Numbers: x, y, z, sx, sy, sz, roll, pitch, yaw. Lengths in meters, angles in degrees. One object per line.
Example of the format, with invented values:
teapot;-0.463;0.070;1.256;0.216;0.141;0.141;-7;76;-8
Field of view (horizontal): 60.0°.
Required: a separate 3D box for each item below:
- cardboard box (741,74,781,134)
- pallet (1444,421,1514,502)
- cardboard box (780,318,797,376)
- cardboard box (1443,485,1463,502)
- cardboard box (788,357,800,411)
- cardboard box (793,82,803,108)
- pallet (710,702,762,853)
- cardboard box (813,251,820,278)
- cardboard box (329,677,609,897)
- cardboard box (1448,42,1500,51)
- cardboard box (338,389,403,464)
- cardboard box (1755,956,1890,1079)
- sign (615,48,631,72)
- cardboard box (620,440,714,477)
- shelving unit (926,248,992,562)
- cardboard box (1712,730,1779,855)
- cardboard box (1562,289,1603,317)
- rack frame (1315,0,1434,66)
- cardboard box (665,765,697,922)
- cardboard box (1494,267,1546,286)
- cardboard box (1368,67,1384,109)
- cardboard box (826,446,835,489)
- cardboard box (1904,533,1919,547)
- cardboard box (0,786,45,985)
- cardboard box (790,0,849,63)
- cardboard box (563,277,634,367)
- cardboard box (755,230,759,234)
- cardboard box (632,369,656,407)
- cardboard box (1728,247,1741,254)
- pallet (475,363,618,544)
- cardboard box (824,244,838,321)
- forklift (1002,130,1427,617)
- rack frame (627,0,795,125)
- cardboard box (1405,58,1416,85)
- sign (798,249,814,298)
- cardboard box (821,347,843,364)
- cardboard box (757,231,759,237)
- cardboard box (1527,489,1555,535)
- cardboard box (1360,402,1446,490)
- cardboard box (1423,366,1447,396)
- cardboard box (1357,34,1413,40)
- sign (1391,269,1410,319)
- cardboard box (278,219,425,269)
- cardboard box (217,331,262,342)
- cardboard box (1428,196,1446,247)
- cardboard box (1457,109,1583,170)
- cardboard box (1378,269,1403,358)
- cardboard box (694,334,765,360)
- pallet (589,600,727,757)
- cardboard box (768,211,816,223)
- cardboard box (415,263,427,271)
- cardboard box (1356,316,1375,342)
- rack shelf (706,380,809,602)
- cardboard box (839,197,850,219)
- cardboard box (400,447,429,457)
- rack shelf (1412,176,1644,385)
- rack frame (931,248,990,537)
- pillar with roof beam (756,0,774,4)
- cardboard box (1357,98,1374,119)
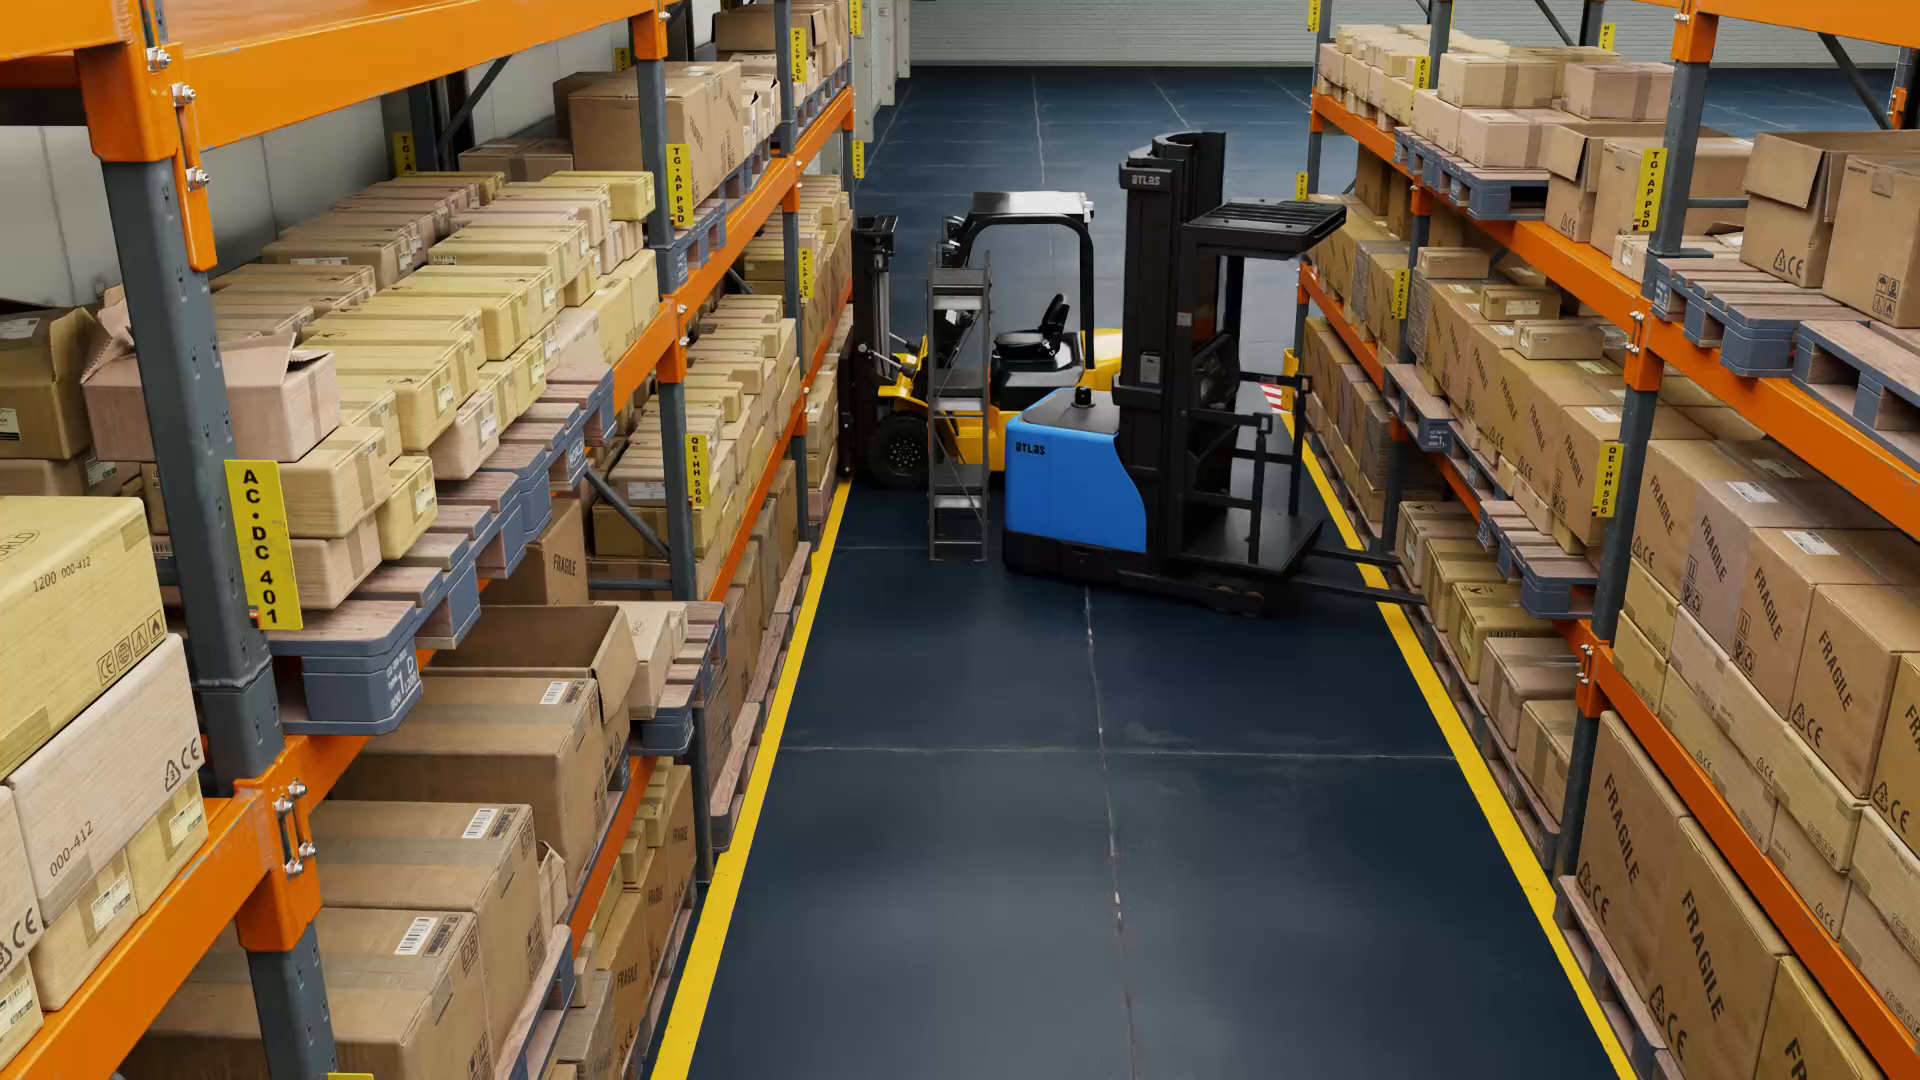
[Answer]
cardboard box;-1.333;-2.580;9.788;0.500;0.311;0.500;0;21;0
pallet;3.305;-0.372;9.106;1.003;0.211;1.213;1;21;2
cardboard box;-1.314;-1.227;10.562;0.500;0.250;0.500;0;21;0
cardboard box;3.695;-0.316;11.916;0.500;0.250;0.500;0;21;-1
cardboard box;-1.308;-0.990;10.640;0.500;0.250;0.500;1;21;3
cardboard box;-1.237;-2.927;10.908;0.380;0.149;0.250;1;21;3
pallet;-1.612;1.204;8.633;1.003;0.211;1.213;1;21;2
cardboard box;-1.213;-1.983;11.957;0.380;0.149;0.250;1;21;3
cardboard box;-1.520;0.762;5.200;0.700;0.500;0.500;1;21;1
cardboard box;3.708;-3.518;12.047;0.380;0.149;0.250;1;21;3
cardboard box;-1.413;-0.215;3.507;0.380;0.149;0.250;1;21;3
cardboard box;3.123;1.944;5.228;0.875;0.875;0.875;1;21;3
sign;-2.109;-2.927;10.454;0.100;0.325;0.005;1;21;2
cardboard box;-1.365;-0.356;7.765;0.380;0.149;0.250;1;21;3
shelving unit;-0.005;-0.919;11.495;0.431;2.100;0.503;1;21;2
cardboard box;3.000;0.874;5.836;0.500;0.250;0.500;1;21;3
cardboard box;3.626;-1.357;9.352;0.380;0.149;0.250;0;21;-1
rack frame;3.529;-5.435;13.595;1.000;3.000;0.127;1;21;2
cardboard box;-1.474;1.326;7.339;0.500;0.500;0.500;1;21;3
cardboard box;3.623;-1.403;10.368;0.500;0.500;0.500;0;21;1
cardboard box;3.196;-3.188;11.748;0.500;0.250;0.500;0;21;1
cardboard box;-1.208;-0.514;12.427;0.500;0.250;0.500;0;21;0
cardboard box;3.502;0.297;5.596;0.500;0.500;0.500;1;21;2
cardboard box;-1.567;0.546;2.125;0.500;0.250;0.500;0;21;0
cardboard box;-1.202;-4.216;13.743;0.500;0.500;0.500;1;21;3
cardboard box;-1.463;-0.757;5.894;0.500;0.250;0.500;1;21;2
cardboard box;-1.736;-2.405;12.634;0.380;0.149;0.250;1;21;3
cardboard box;-1.841;-0.823;8.967;0.380;0.149;0.250;1;21;3
cardboard box;3.465;-1.138;7.017;0.380;0.149;0.250;1;21;2
pallet;-1.679;-0.273;4.699;1.213;0.211;1.003;1;21;2
cardboard box;-1.230;-2.002;12.904;0.500;0.500;0.500;1;21;2
forklift;1.847;-1.086;10.777;3.031;2.935;1.130;10;23;24
rack frame;-1.554;-4.042;10.005;1.000;3.000;0.127;1;21;2
cardboard box;3.130;-3.056;10.857;0.380;0.149;0.250;0;21;0
sign;-1.011;-1.745;10.889;0.100;0.325;0.005;1;21;2
cardboard box;-1.173;-1.351;13.202;0.500;0.250;0.500;0;21;1
cardboard box;-1.771;-2.366;12.946;0.380;0.149;0.250;1;21;1
cardboard box;2.959;-0.134;7.995;0.380;0.149;0.250;0;21;1
cardboard box;3.157;-0.672;11.798;0.500;0.500;0.500;0;21;1
cardboard box;3.058;-0.984;10.184;0.380;0.149;0.250;1;21;3
cardboard box;3.259;-3.803;12.782;0.380;0.149;0.250;1;21;1
sign;2.865;-1.598;10.804;0.100;0.325;0.005;1;21;2
cardboard box;-1.985;-0.953;5.436;0.380;0.149;0.250;1;21;1
cardboard box;-1.903;-0.402;3.990;0.380;0.149;0.250;1;21;3
cardboard box;3.675;-2.184;11.579;0.700;0.500;0.500;1;21;2
cardboard box;2.981;-2.143;8.886;0.500;0.250;0.500;0;21;1
cardboard box;3.172;-1.540;11.302;0.500;0.500;0.500;0;21;0
cardboard box;-1.338;-1.096;9.671;0.380;0.149;0.250;0;21;0
pallet;-1.626;0.537;6.764;1.213;0.211;1.003;1;21;2
cardboard box;-1.298;-2.401;12.625;0.380;0.149;0.250;1;21;2
cardboard box;-2.022;-0.909;5.734;0.380;0.149;0.250;0;21;1
cardboard box;3.140;-1.561;12.253;0.380;0.149;0.250;0;21;1
rack shelf;-1.615;-0.186;9.357;1.077;0.370;4.000;1;21;2
cardboard box;-1.141;-2.819;14.112;0.380;0.149;0.250;1;21;2
cardboard box;-1.438;-0.165;3.790;0.380;0.149;0.250;1;21;2
rack shelf;3.347;-1.531;8.677;1.077;0.370;4.000;1;21;2
rack frame;0.002;-1.007;11.722;0.400;2.100;0.015;1;21;2
pillar with roof beam;2.131;-7.368;18.578;9.100;9.000;0.400;1;21;2
cardboard box;3.192;-3.240;12.432;0.380;0.149;0.250;0;21;0
